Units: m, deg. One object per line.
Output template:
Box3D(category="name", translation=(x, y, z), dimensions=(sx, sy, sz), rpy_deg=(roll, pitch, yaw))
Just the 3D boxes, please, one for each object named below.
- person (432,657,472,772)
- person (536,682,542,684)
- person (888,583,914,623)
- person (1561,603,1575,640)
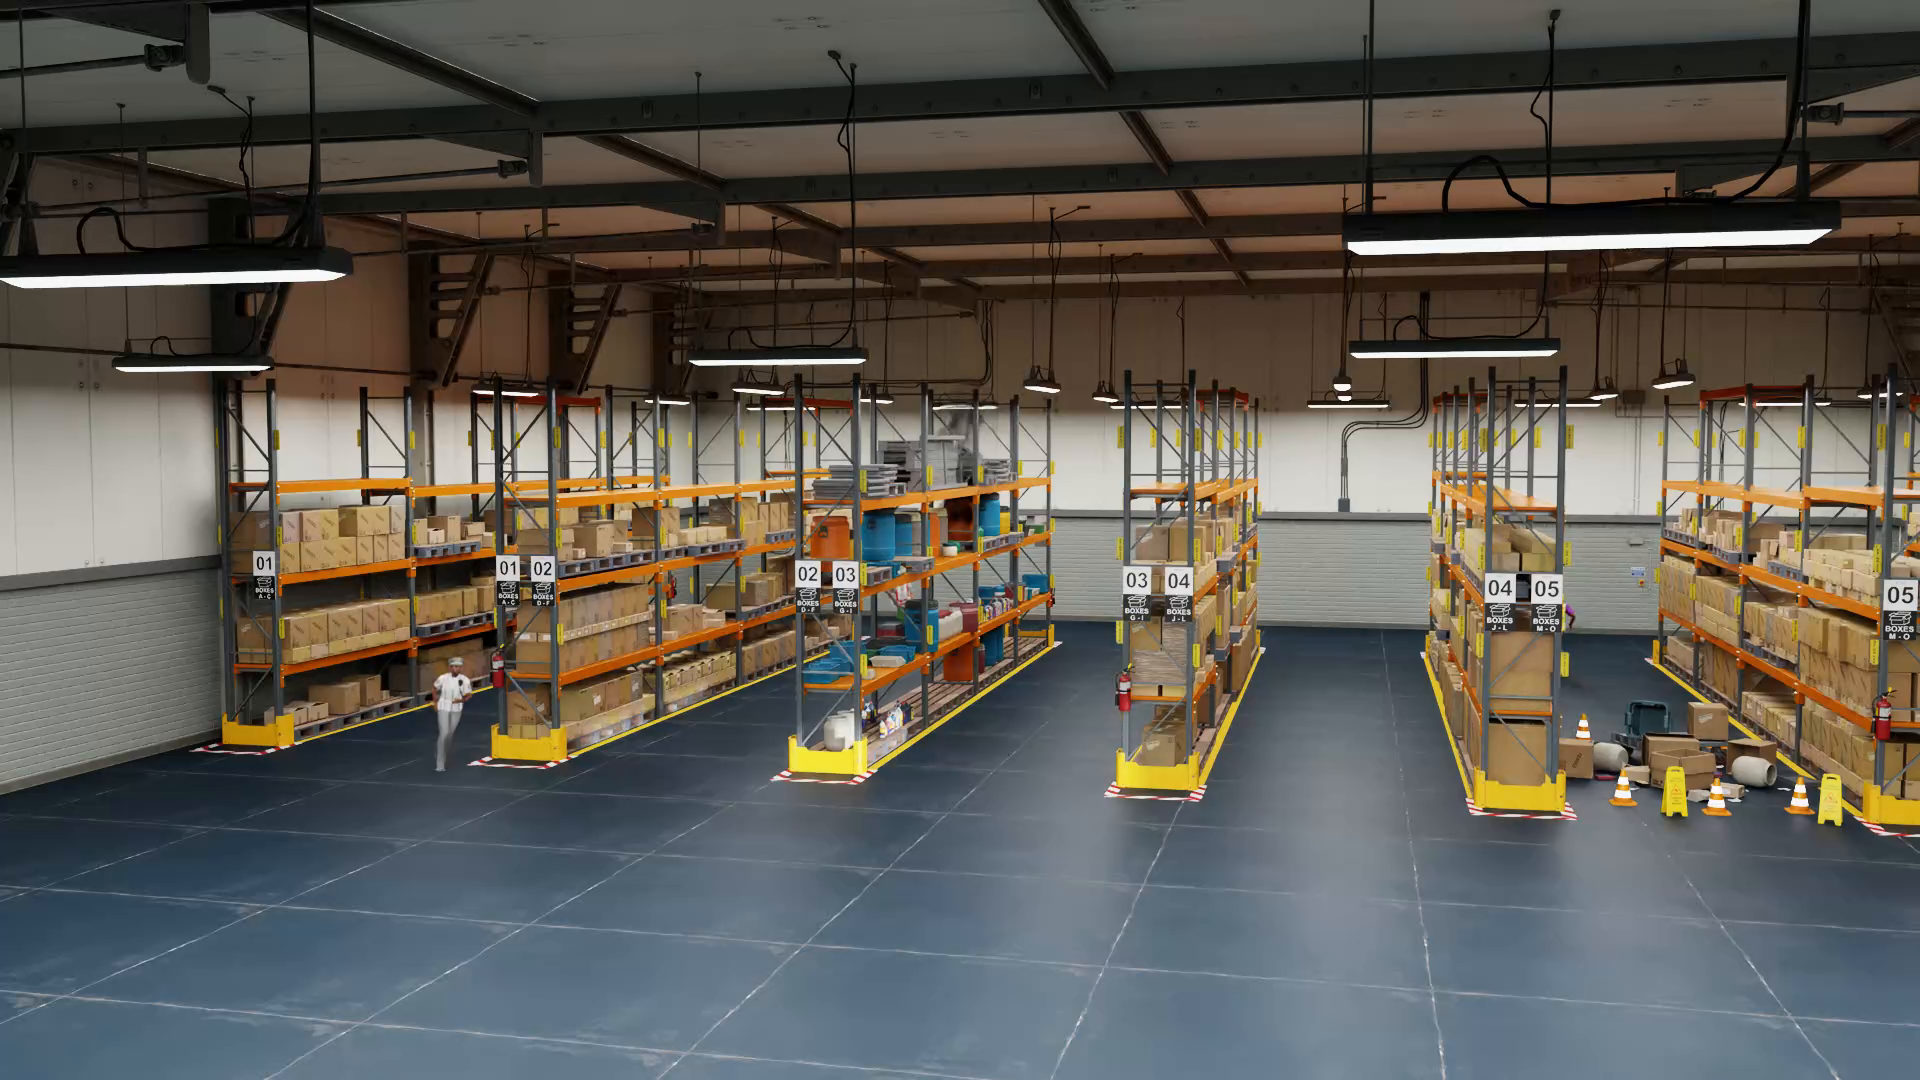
Box3D(category="person", translation=(-7.789, 2.651, 25.488), dimensions=(0.571, 1.729, 0.709), rpy_deg=(-2, 4, -27))
Box3D(category="person", translation=(-7.443, 2.302, 30.125), dimensions=(0.678, 1.817, 0.830), rpy_deg=(0, 3, 3))
Box3D(category="person", translation=(-1.439, 1.665, 41.026), dimensions=(0.650, 1.763, 0.941), rpy_deg=(-1, 3, -9))
Box3D(category="person", translation=(12.785, 1.947, 35.731), dimensions=(0.699, 1.756, 0.988), rpy_deg=(0, 3, 2))
